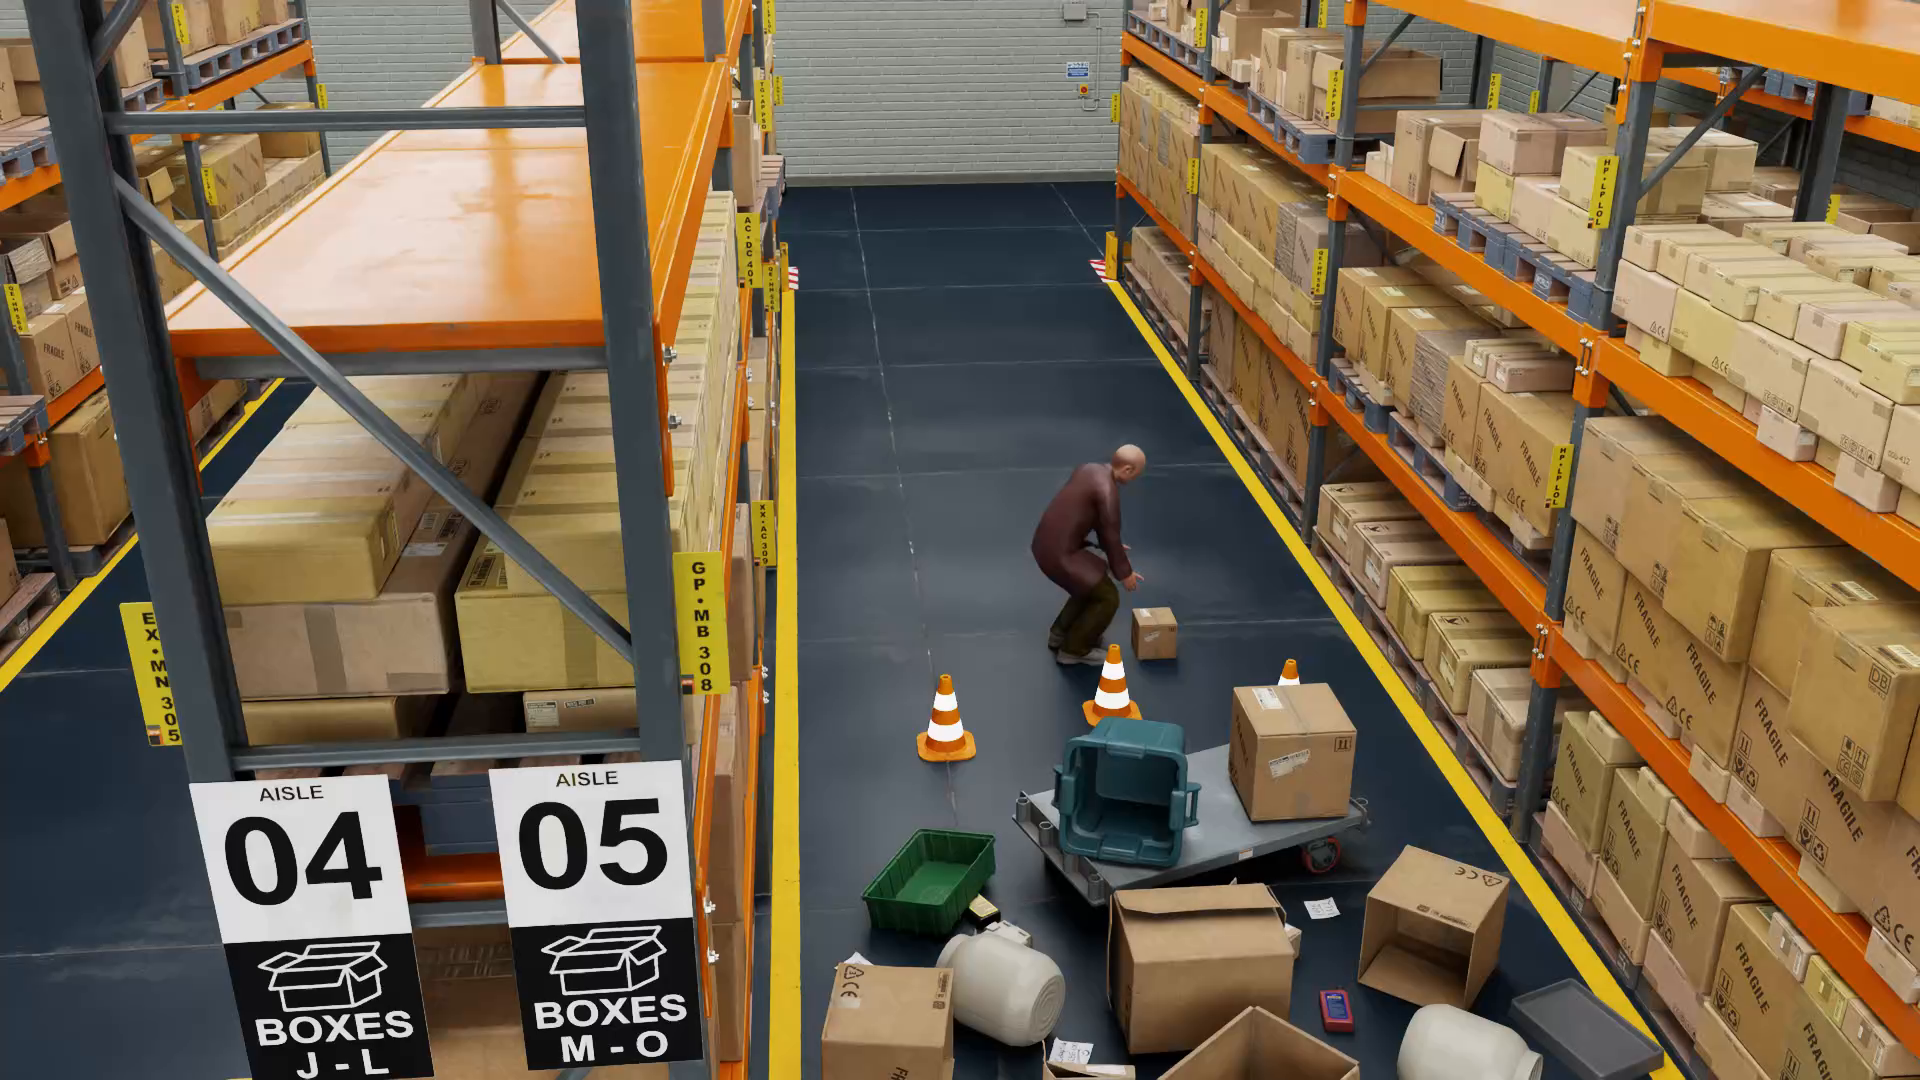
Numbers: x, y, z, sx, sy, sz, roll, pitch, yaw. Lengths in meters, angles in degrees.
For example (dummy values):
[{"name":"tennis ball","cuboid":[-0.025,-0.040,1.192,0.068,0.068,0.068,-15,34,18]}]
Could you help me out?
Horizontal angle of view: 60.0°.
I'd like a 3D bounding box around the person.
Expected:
[{"name":"person","cuboid":[0.809,0.076,10.641,0.719,1.417,0.630,-2,23,-5]}]
